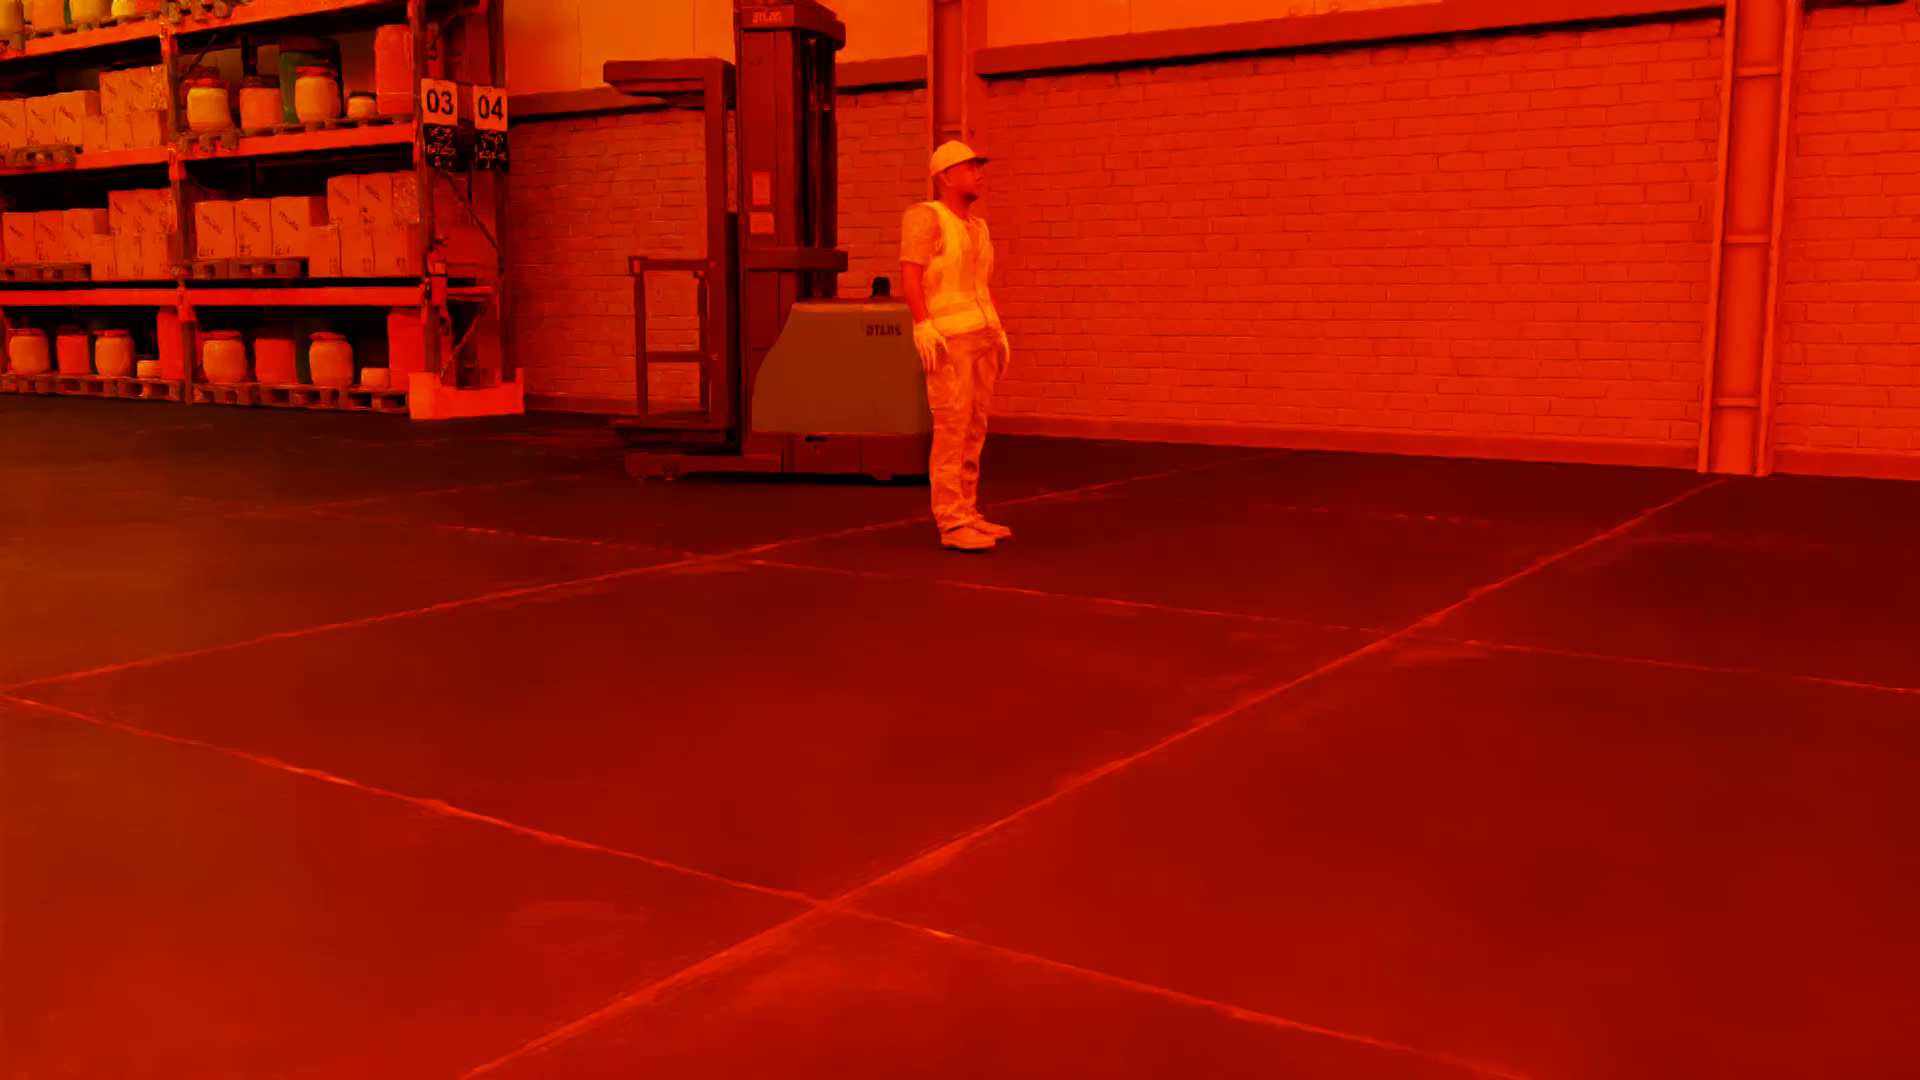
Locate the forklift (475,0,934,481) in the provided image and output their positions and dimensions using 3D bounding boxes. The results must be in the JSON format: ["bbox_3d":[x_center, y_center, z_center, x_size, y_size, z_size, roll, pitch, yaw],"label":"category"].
[{"bbox_3d":[-1.567,-1.885,10.447,3.031,2.935,1.130,2,8,14],"label":"forklift"}]

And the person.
[{"bbox_3d":[0.055,-0.880,7.431,0.576,1.777,0.655,5,10,34],"label":"person"}]
